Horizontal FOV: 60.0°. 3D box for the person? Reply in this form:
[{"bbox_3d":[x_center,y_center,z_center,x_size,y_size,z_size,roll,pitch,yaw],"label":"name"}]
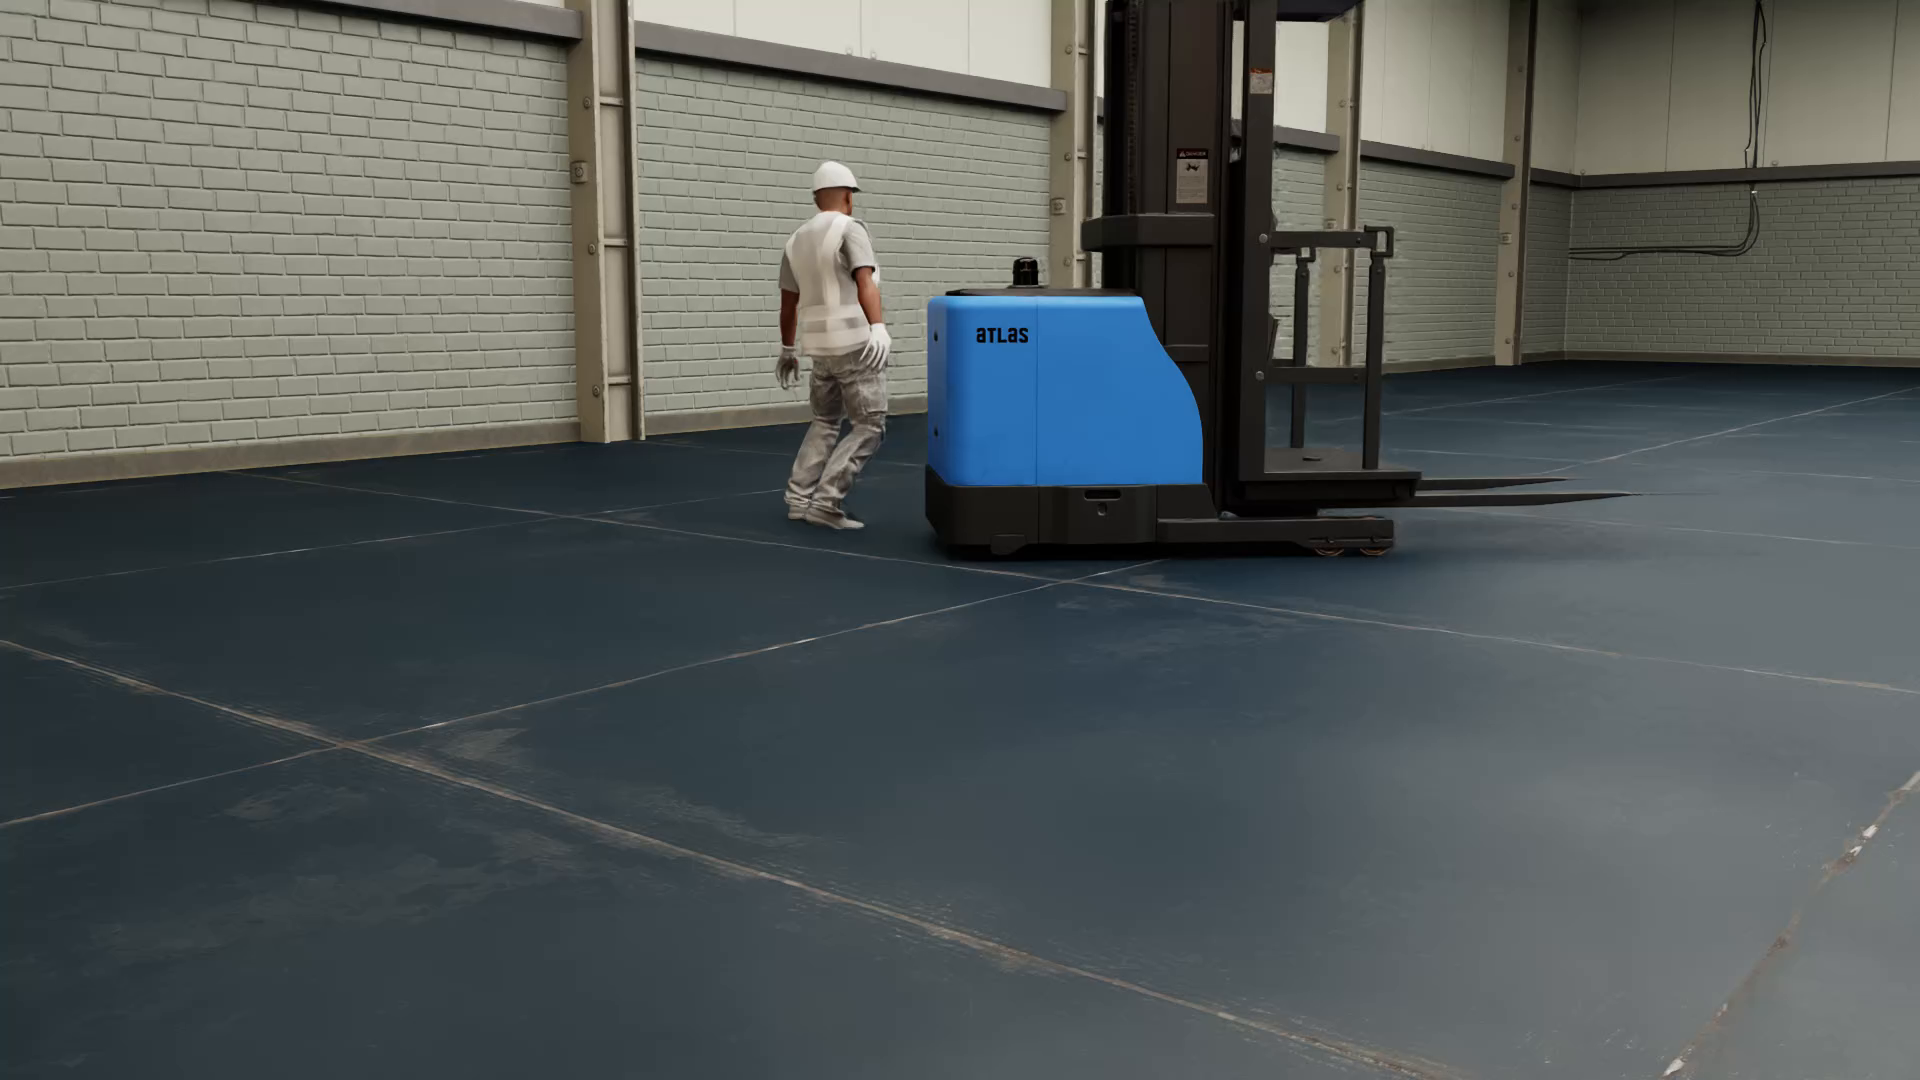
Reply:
[{"bbox_3d":[-0.585,-0.905,7.807,0.499,1.730,0.891,-7,11,-38],"label":"person"}]

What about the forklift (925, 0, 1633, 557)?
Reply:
[{"bbox_3d":[1.391,-1.455,7.224,3.031,2.935,1.130,-1,8,-6],"label":"forklift"}]
